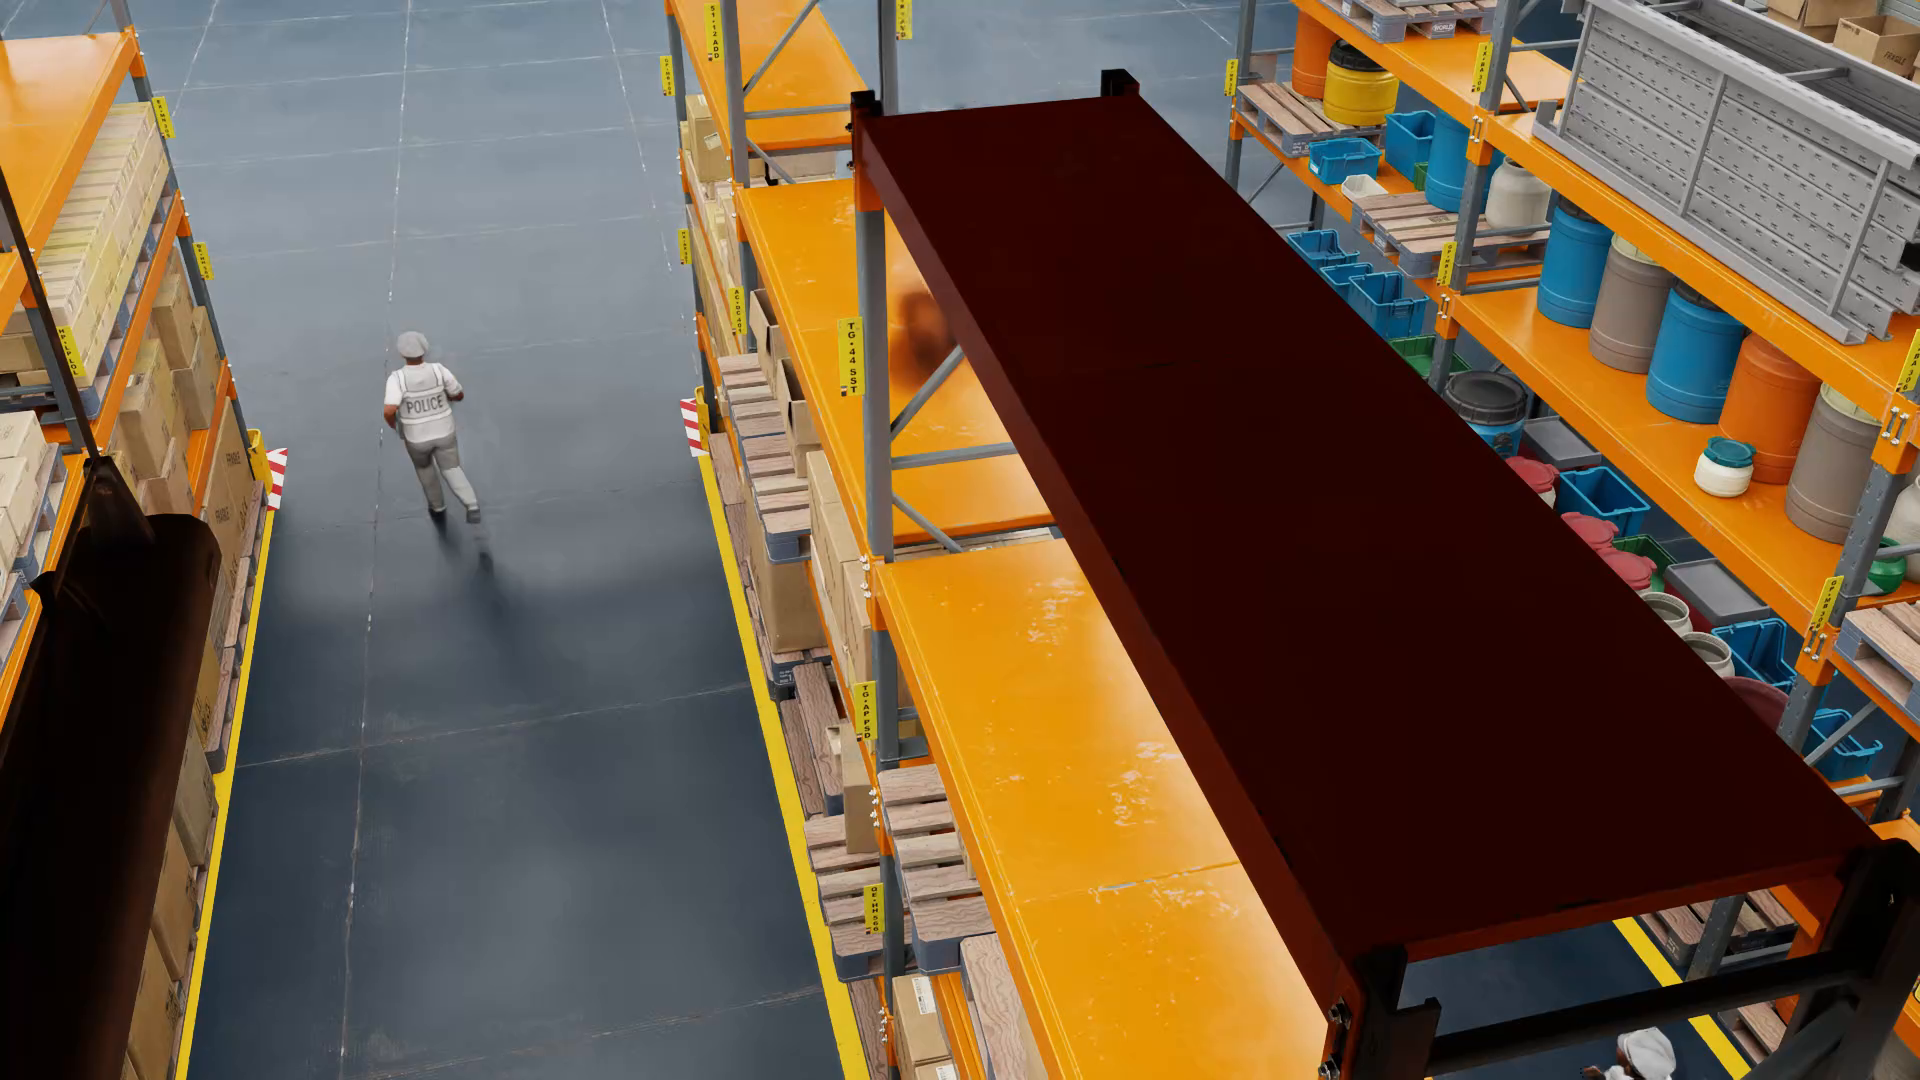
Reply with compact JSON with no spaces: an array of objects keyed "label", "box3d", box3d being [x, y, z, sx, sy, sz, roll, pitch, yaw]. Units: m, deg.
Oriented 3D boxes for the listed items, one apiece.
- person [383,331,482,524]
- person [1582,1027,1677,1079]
[{"label":"person","box3d":[-4.396,-0.878,13.834,0.651,1.786,0.918,-17,38,-23]},{"label":"person","box3d":[3.183,2.972,8.288,0.569,1.653,0.569,-16,37,-22]}]
